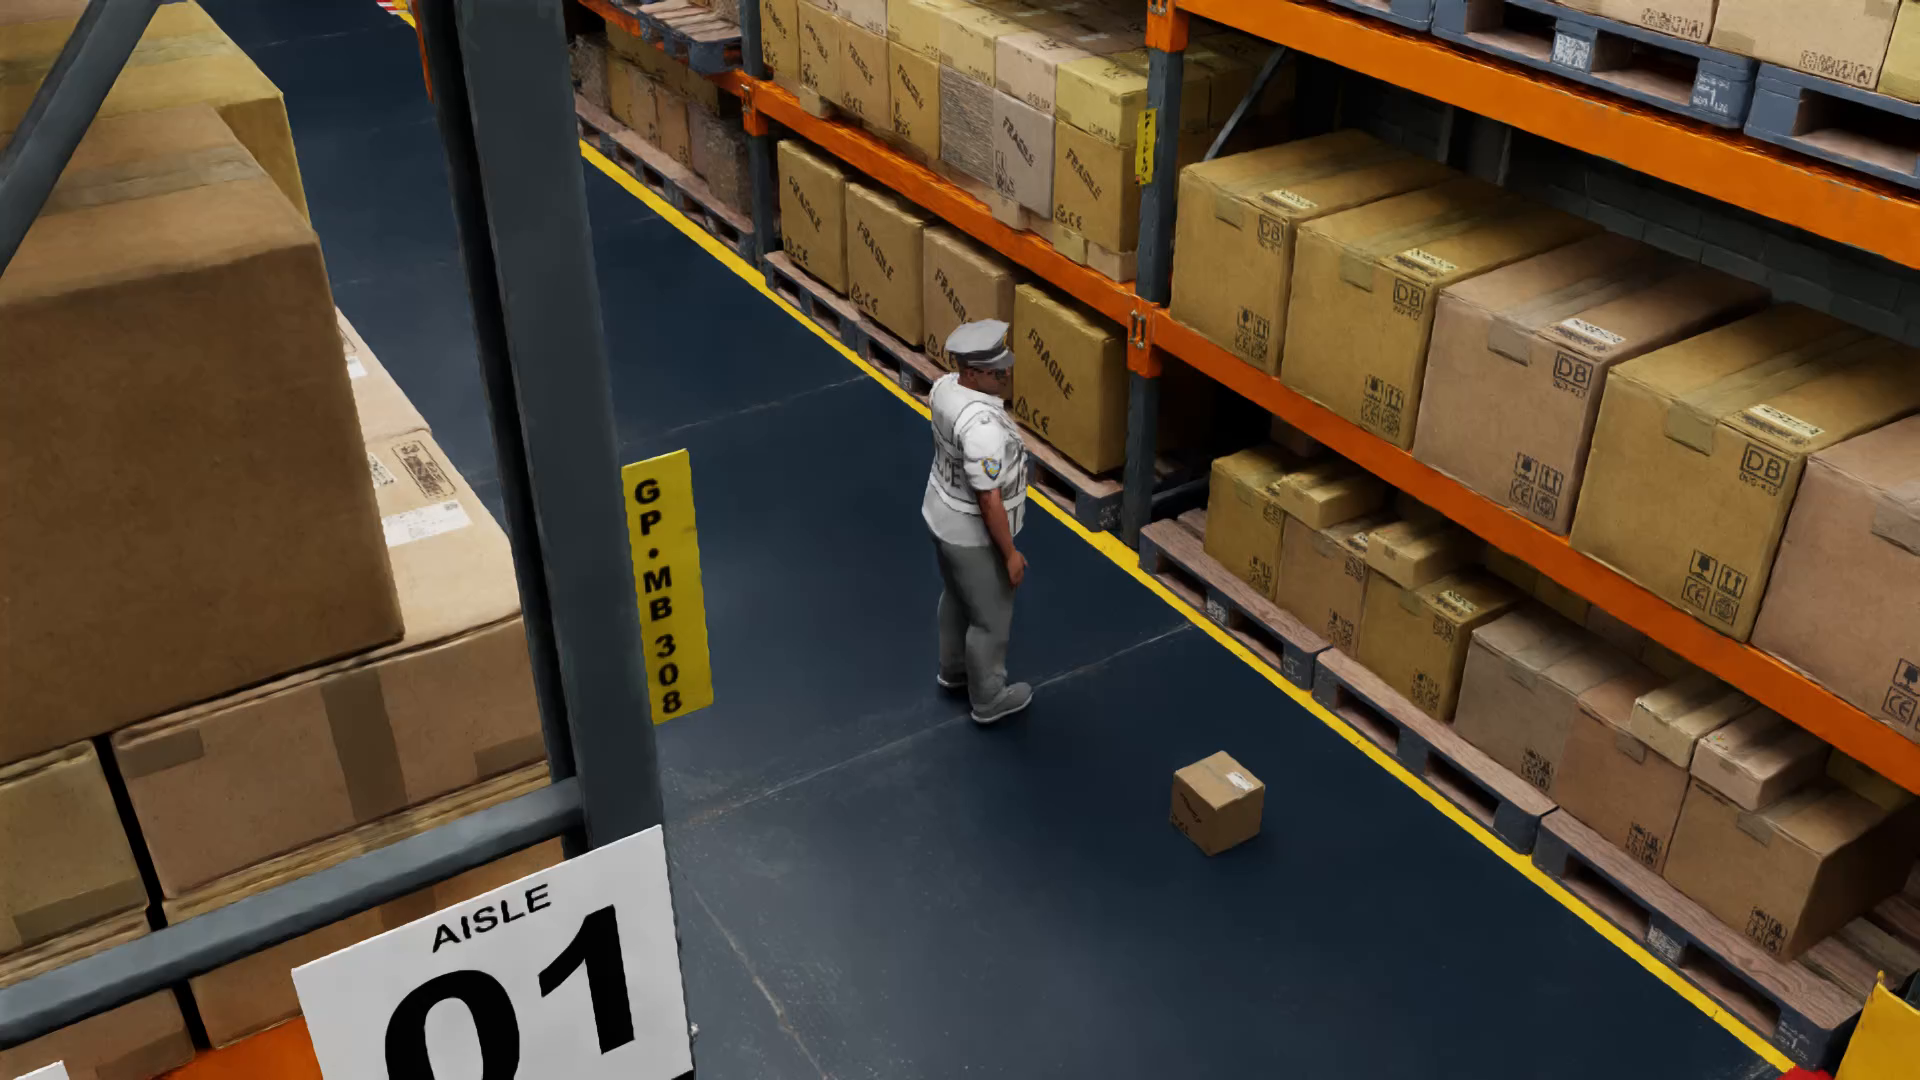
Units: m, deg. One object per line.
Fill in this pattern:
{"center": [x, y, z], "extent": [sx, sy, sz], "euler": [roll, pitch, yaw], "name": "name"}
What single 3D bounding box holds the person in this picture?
{"center": [0.086, -0.046, 6.695], "extent": [0.442, 1.801, 0.589], "euler": [-10, 34, -16], "name": "person"}
